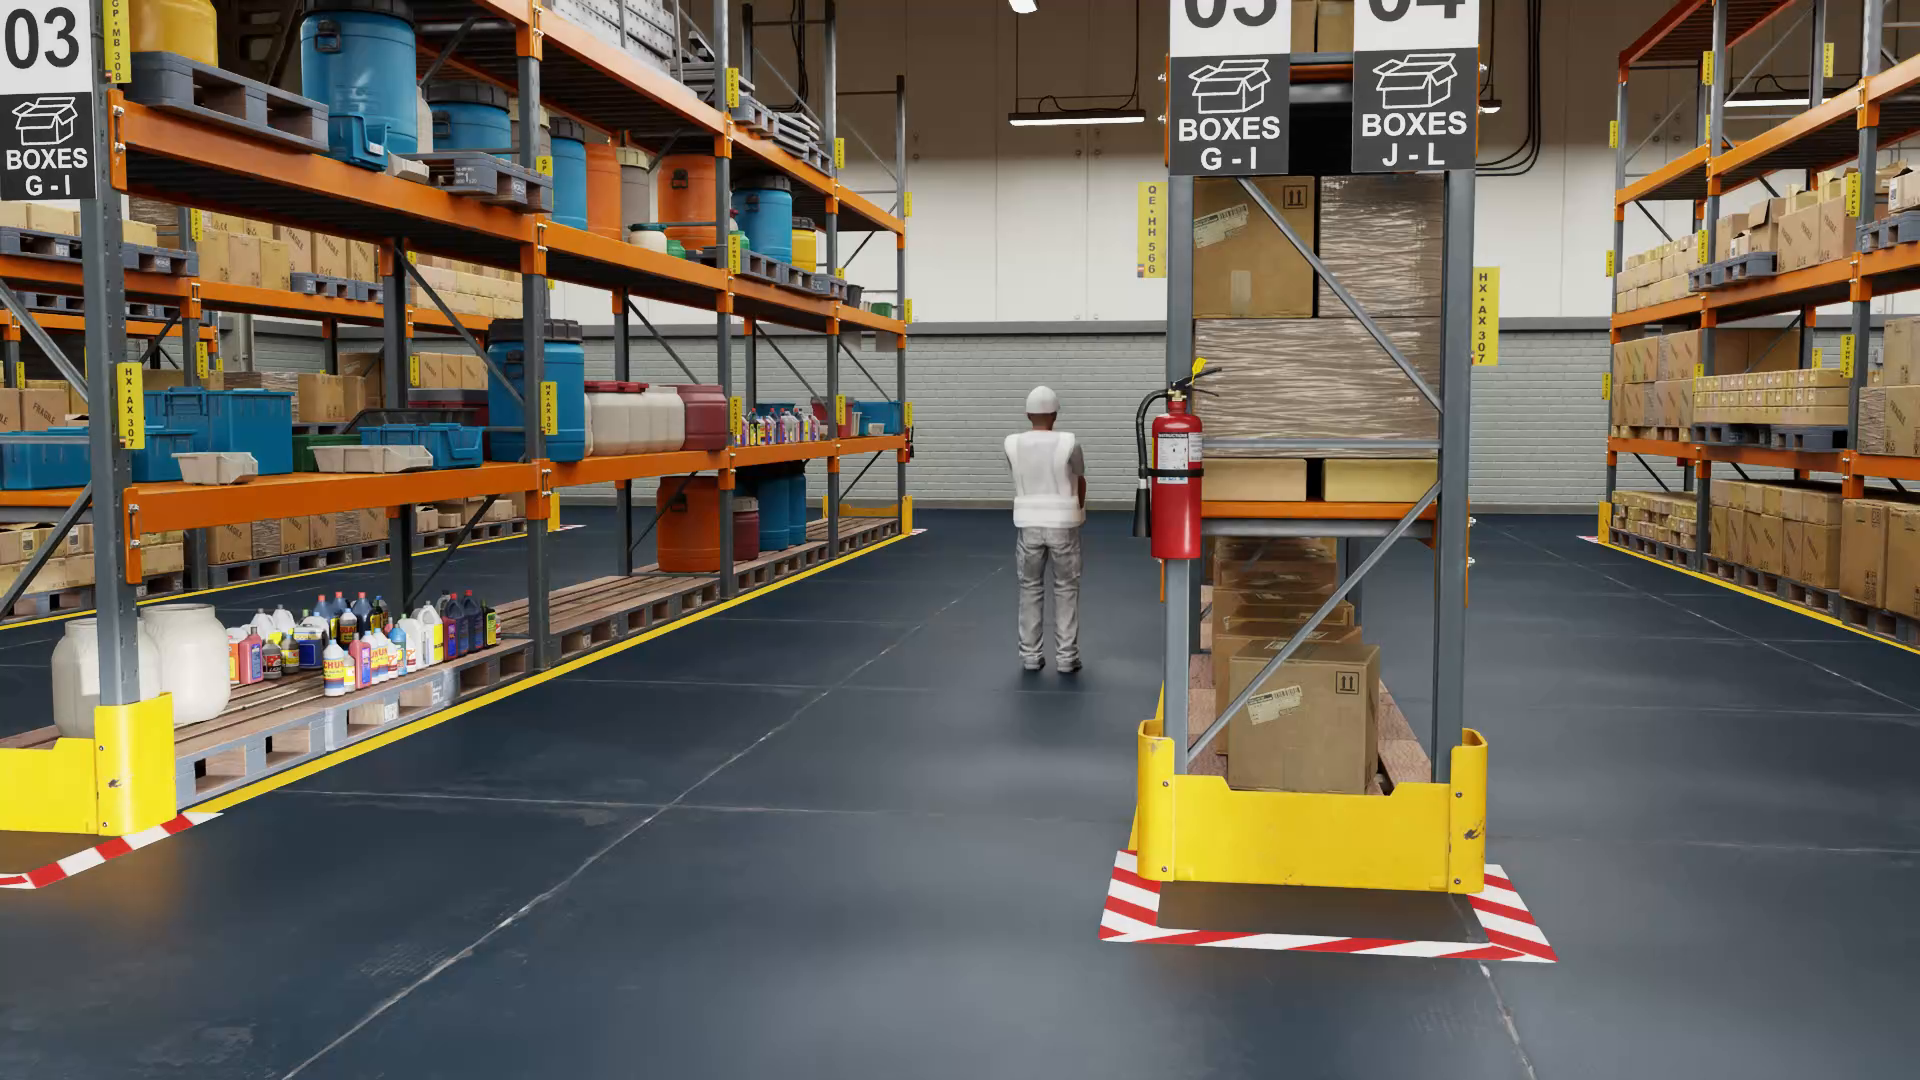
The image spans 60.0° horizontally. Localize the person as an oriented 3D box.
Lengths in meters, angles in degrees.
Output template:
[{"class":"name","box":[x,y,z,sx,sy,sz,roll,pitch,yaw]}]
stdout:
[{"class":"person","box":[0.562,-0.078,10.500,0.488,1.778,0.574,1,5,17]}]
